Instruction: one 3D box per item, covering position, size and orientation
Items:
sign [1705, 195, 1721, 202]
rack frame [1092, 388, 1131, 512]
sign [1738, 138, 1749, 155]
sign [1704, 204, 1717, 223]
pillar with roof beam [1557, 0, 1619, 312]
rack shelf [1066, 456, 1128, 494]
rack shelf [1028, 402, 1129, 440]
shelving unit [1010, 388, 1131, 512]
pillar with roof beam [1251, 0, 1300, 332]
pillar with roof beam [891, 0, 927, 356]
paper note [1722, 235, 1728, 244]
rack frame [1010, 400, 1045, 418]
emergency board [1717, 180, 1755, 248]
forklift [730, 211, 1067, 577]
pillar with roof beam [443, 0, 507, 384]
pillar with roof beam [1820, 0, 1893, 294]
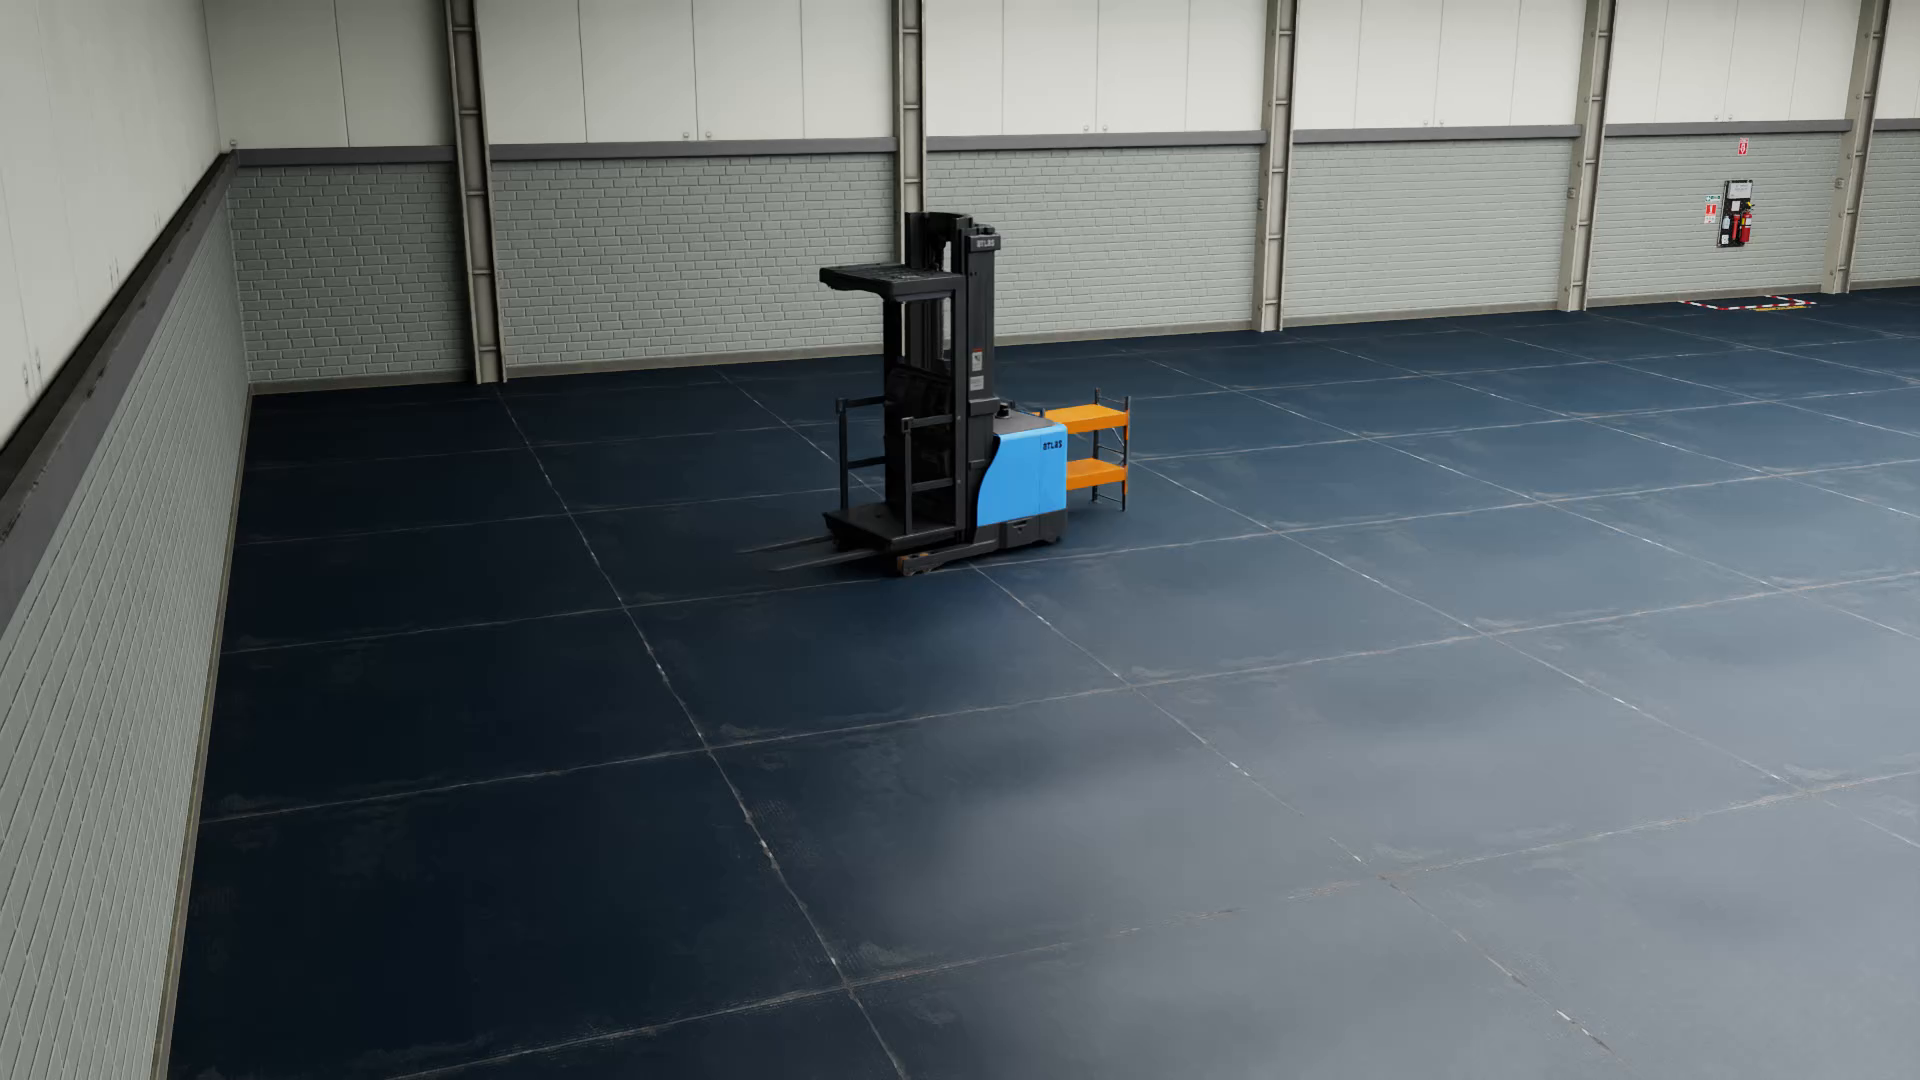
[{"bbox_3d":[13.227,-6.000,29.204,0.331,0.109,0.001,-6,17,-20],"label":"sign"},{"bbox_3d":[1.460,-0.871,16.069,0.032,1.125,0.500,-11,20,-33],"label":"rack frame"},{"bbox_3d":[13.729,-6.897,29.147,0.199,0.298,0.001,-6,17,-20],"label":"sign"},{"bbox_3d":[13.219,-5.748,29.285,0.234,0.329,0.001,-6,17,-20],"label":"sign"},{"bbox_3d":[12.031,-7.139,23.439,0.400,9.000,9.100,-6,17,-20],"label":"pillar with roof beam"},{"bbox_3d":[1.042,-0.555,15.861,1.000,0.278,0.538,-11,20,-33],"label":"rack shelf"},{"bbox_3d":[1.042,-1.071,15.709,1.000,0.278,0.538,-11,20,-33],"label":"rack shelf"},{"bbox_3d":[1.042,-0.790,15.792,1.048,1.125,0.538,-11,20,-33],"label":"shelving unit"},{"bbox_3d":[6.429,-6.535,21.379,0.400,9.000,9.100,-6,17,-20],"label":"pillar with roof beam"},{"bbox_3d":[0.826,-5.930,19.320,0.400,9.000,9.100,-6,17,-20],"label":"pillar with roof beam"},{"bbox_3d":[13.582,-5.337,29.513,0.142,0.148,0.016,-6,17,-20],"label":"paper note"},{"bbox_3d":[0.624,-0.708,15.514,0.032,1.125,0.500,-11,20,-33],"label":"rack frame"},{"bbox_3d":[13.772,-5.760,29.387,0.643,1.169,0.194,-6,17,-20],"label":"emergency board"},{"bbox_3d":[-0.519,-1.266,14.207,3.031,2.935,1.130,-12,20,-35],"label":"forklift"},{"bbox_3d":[-4.777,-5.325,17.260,0.400,9.000,9.100,-6,17,-20],"label":"pillar with roof beam"},{"bbox_3d":[17.634,-7.744,25.499,0.400,9.000,9.100,-6,17,-20],"label":"pillar with roof beam"}]
